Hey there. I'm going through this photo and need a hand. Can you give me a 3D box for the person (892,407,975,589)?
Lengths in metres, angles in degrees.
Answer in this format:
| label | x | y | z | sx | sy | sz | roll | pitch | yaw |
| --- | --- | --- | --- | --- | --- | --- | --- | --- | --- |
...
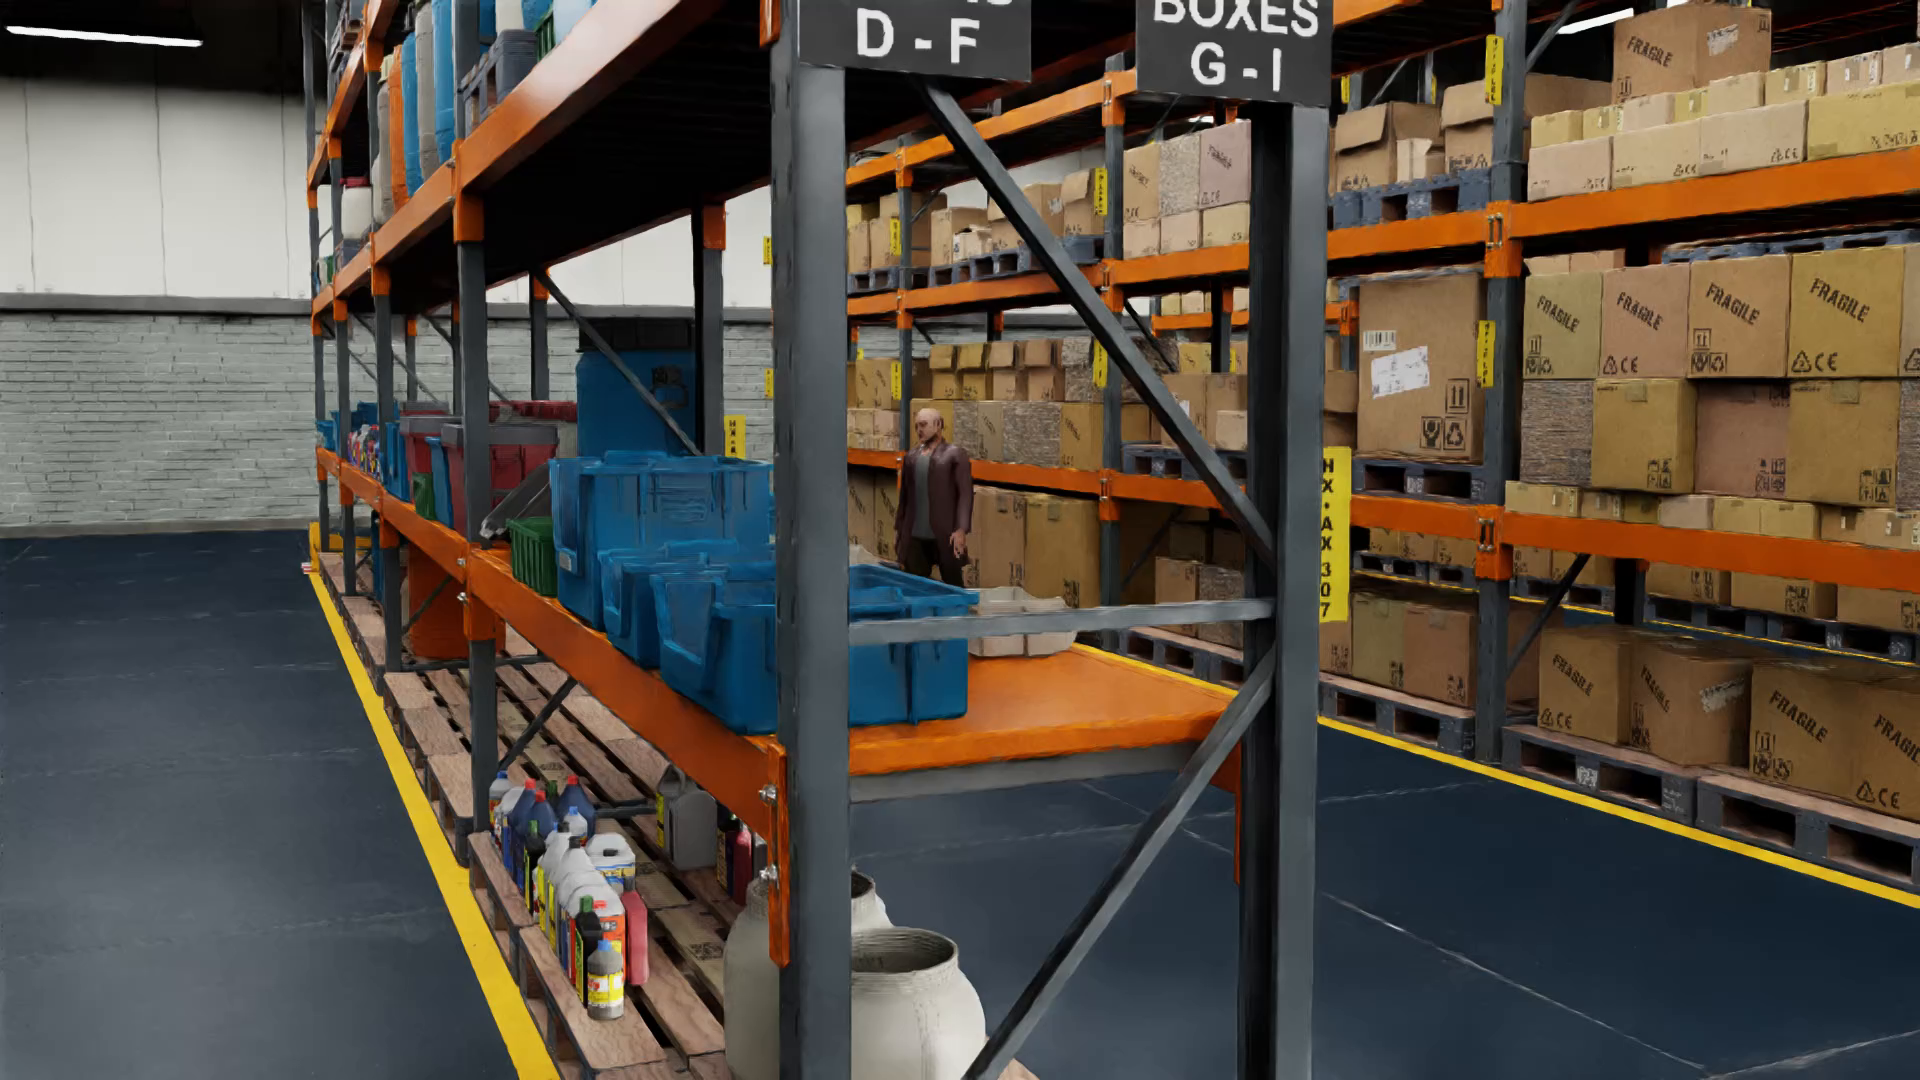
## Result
| label | x | y | z | sx | sy | sz | roll | pitch | yaw |
| --- | --- | --- | --- | --- | --- | --- | --- | --- | --- |
| person | -0.186 | -0.043 | 11.676 | 0.689 | 1.771 | 0.729 | 3 | 6 | 27 |
